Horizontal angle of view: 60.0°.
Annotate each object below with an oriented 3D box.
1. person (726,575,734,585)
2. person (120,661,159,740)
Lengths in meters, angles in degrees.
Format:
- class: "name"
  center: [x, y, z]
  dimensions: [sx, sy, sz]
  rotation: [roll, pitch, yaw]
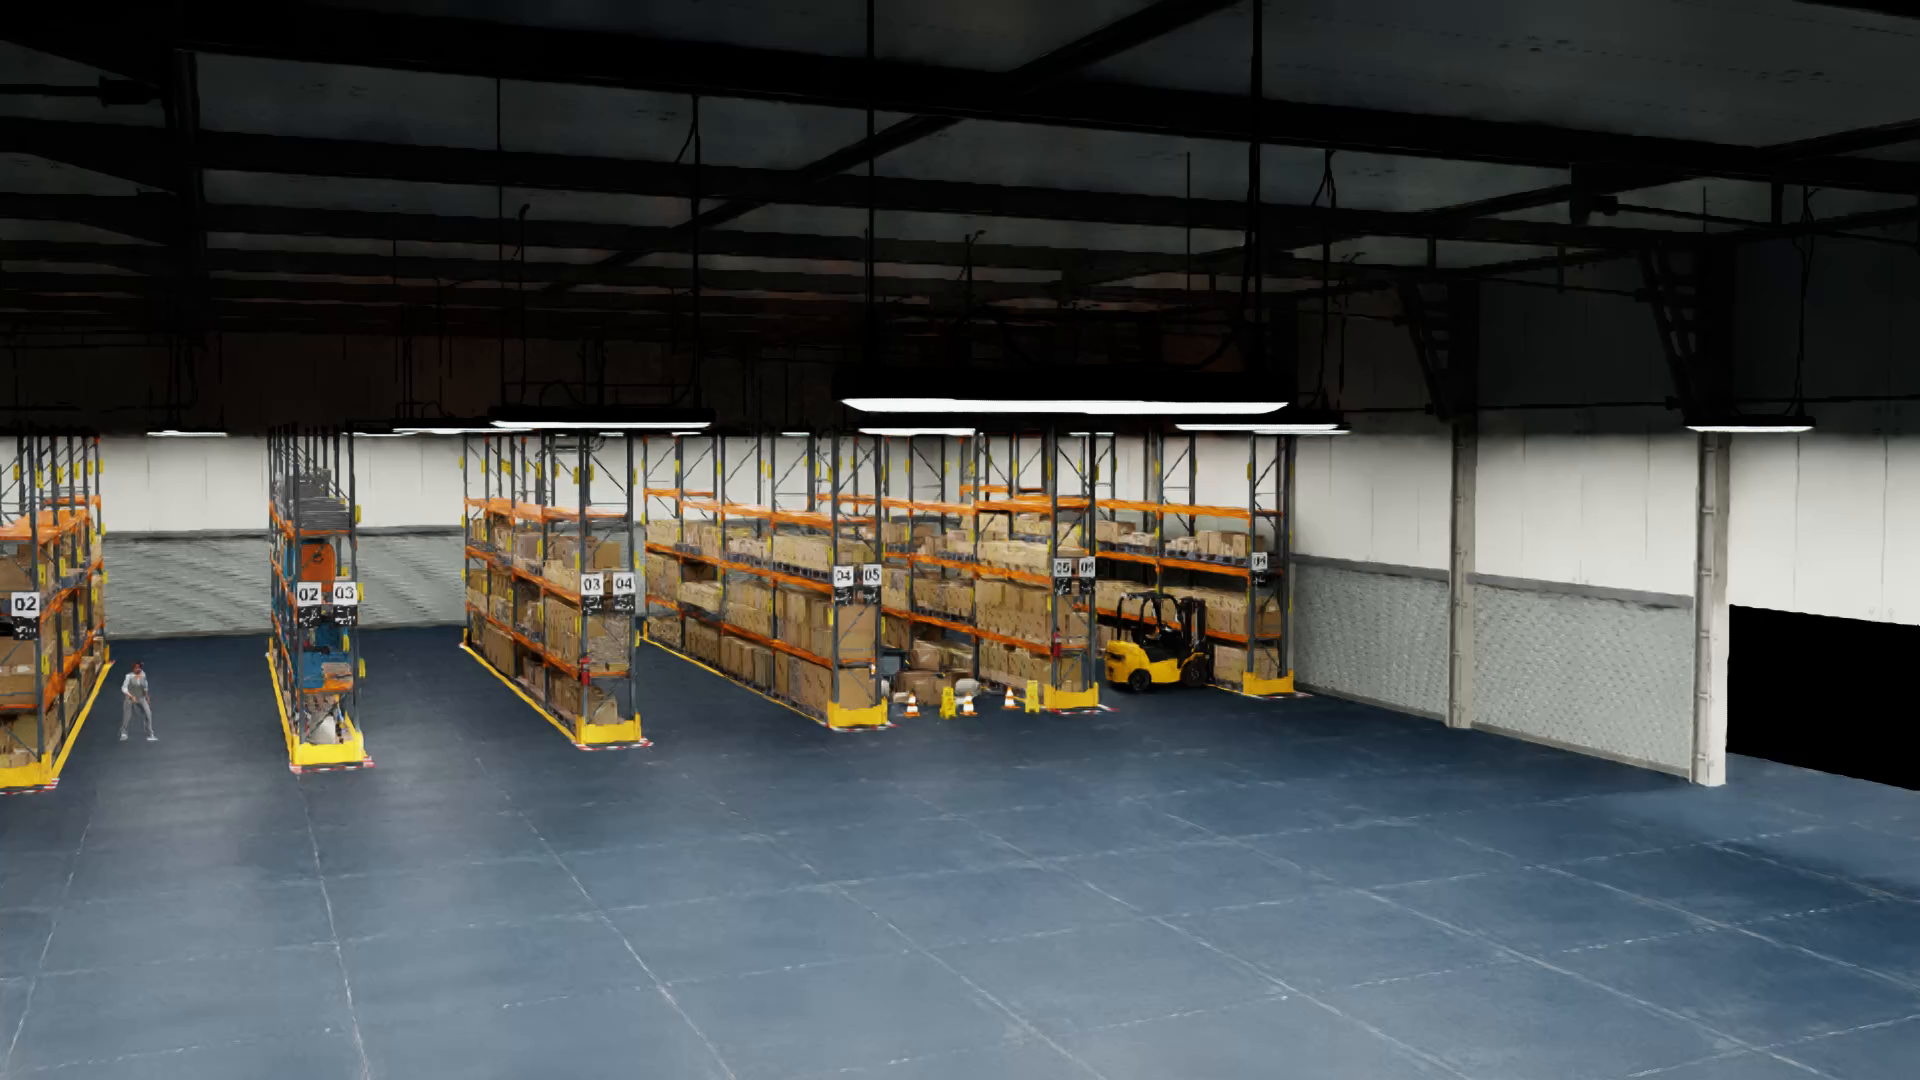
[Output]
- class: "person"
  center: [-6.613, 1.900, 47.701]
  dimensions: [0.400, 1.784, 0.620]
  rotation: [-1, 4, -16]
- class: "person"
  center: [-15.570, 3.025, 31.433]
  dimensions: [0.562, 1.528, 0.778]
  rotation: [-3, 5, -43]
